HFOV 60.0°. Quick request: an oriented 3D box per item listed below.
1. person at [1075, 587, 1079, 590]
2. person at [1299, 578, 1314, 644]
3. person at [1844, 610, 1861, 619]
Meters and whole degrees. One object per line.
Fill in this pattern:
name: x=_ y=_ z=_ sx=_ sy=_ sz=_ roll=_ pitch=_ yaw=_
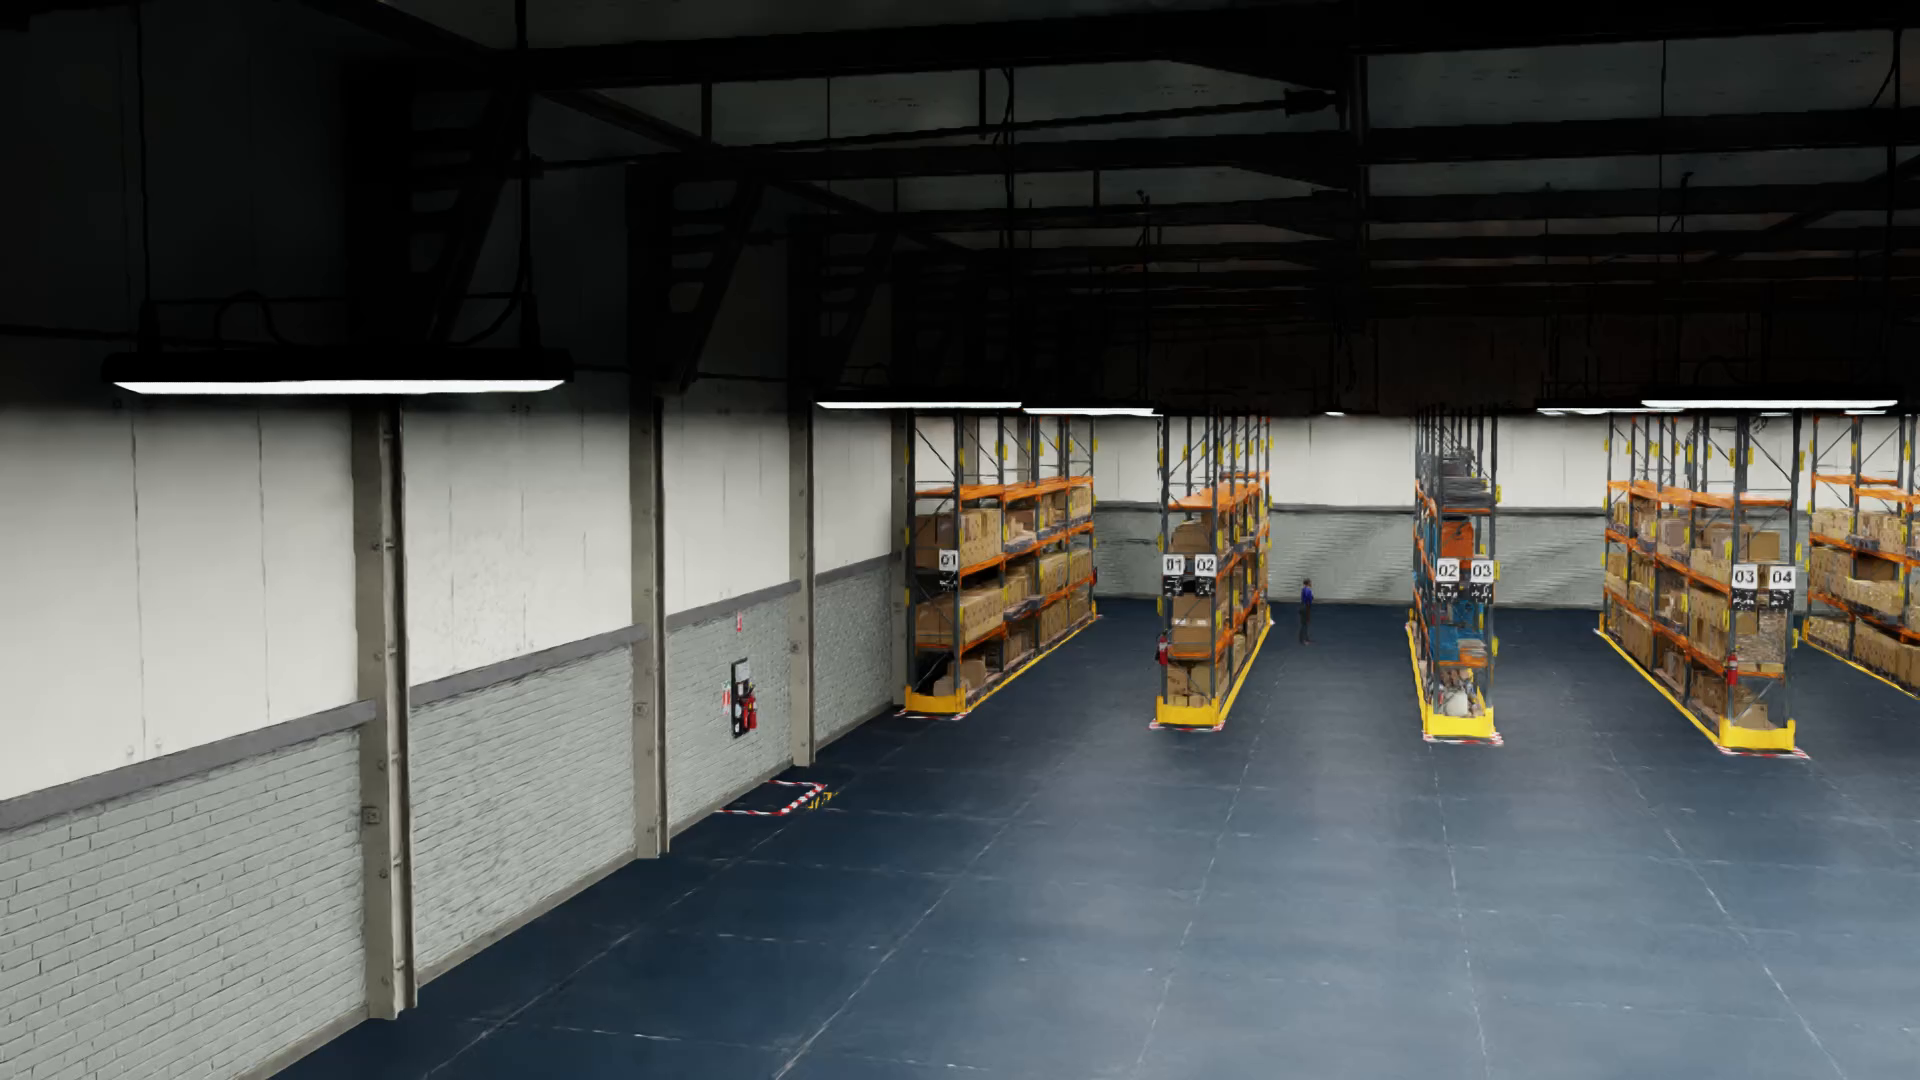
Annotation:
person: x=3.324 y=1.310 z=49.198 sx=0.730 sy=1.649 sz=0.561 roll=-4 pitch=5 yaw=-41
person: x=8.852 y=1.797 z=42.377 sx=0.444 sy=1.665 sz=0.551 roll=0 pitch=4 yaw=-2
person: x=23.855 y=1.588 z=44.433 sx=0.459 sy=1.779 sz=0.695 roll=-2 pitch=4 yaw=-21
